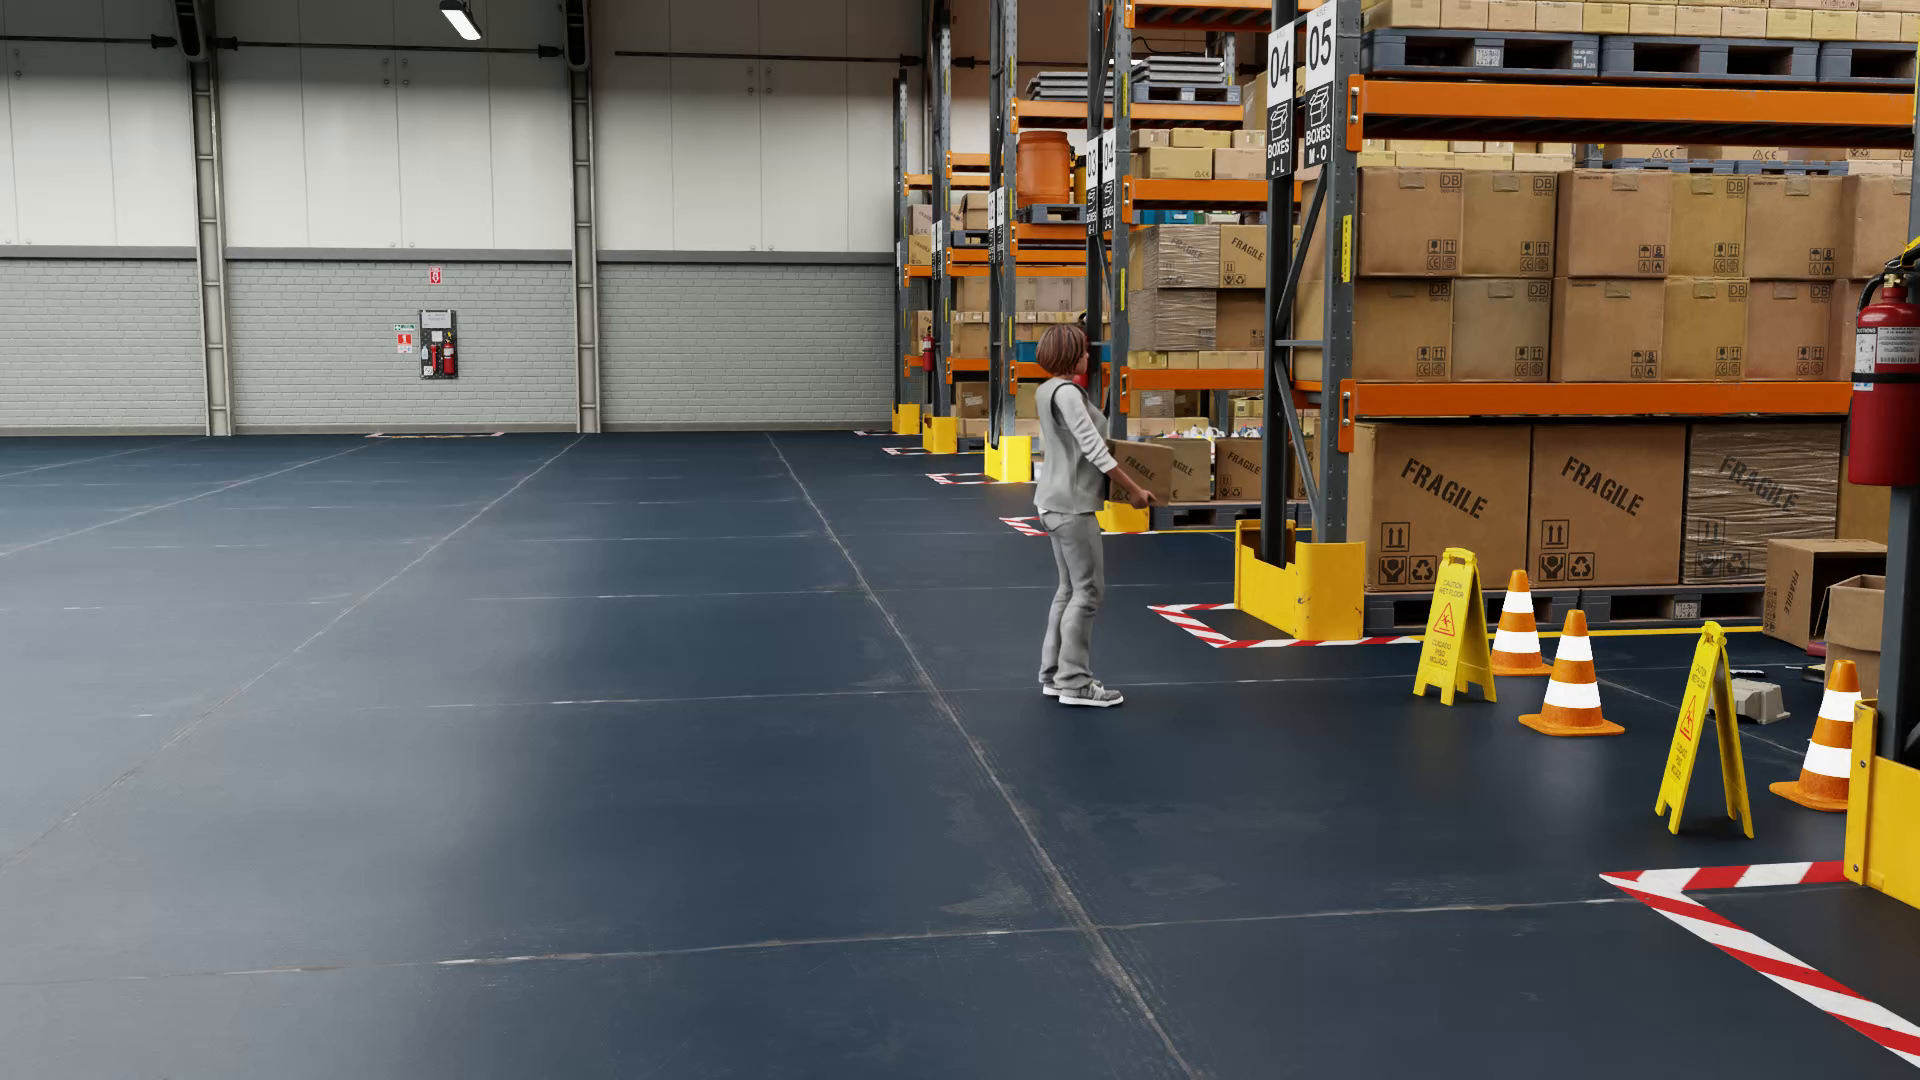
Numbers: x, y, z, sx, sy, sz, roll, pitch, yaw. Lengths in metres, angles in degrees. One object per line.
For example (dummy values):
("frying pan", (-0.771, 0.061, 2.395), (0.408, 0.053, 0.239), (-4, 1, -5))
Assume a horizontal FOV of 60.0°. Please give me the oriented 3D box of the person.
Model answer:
("person", (0.555, -0.108, 6.968), (0.488, 1.593, 0.405), (-1, 7, -8))
